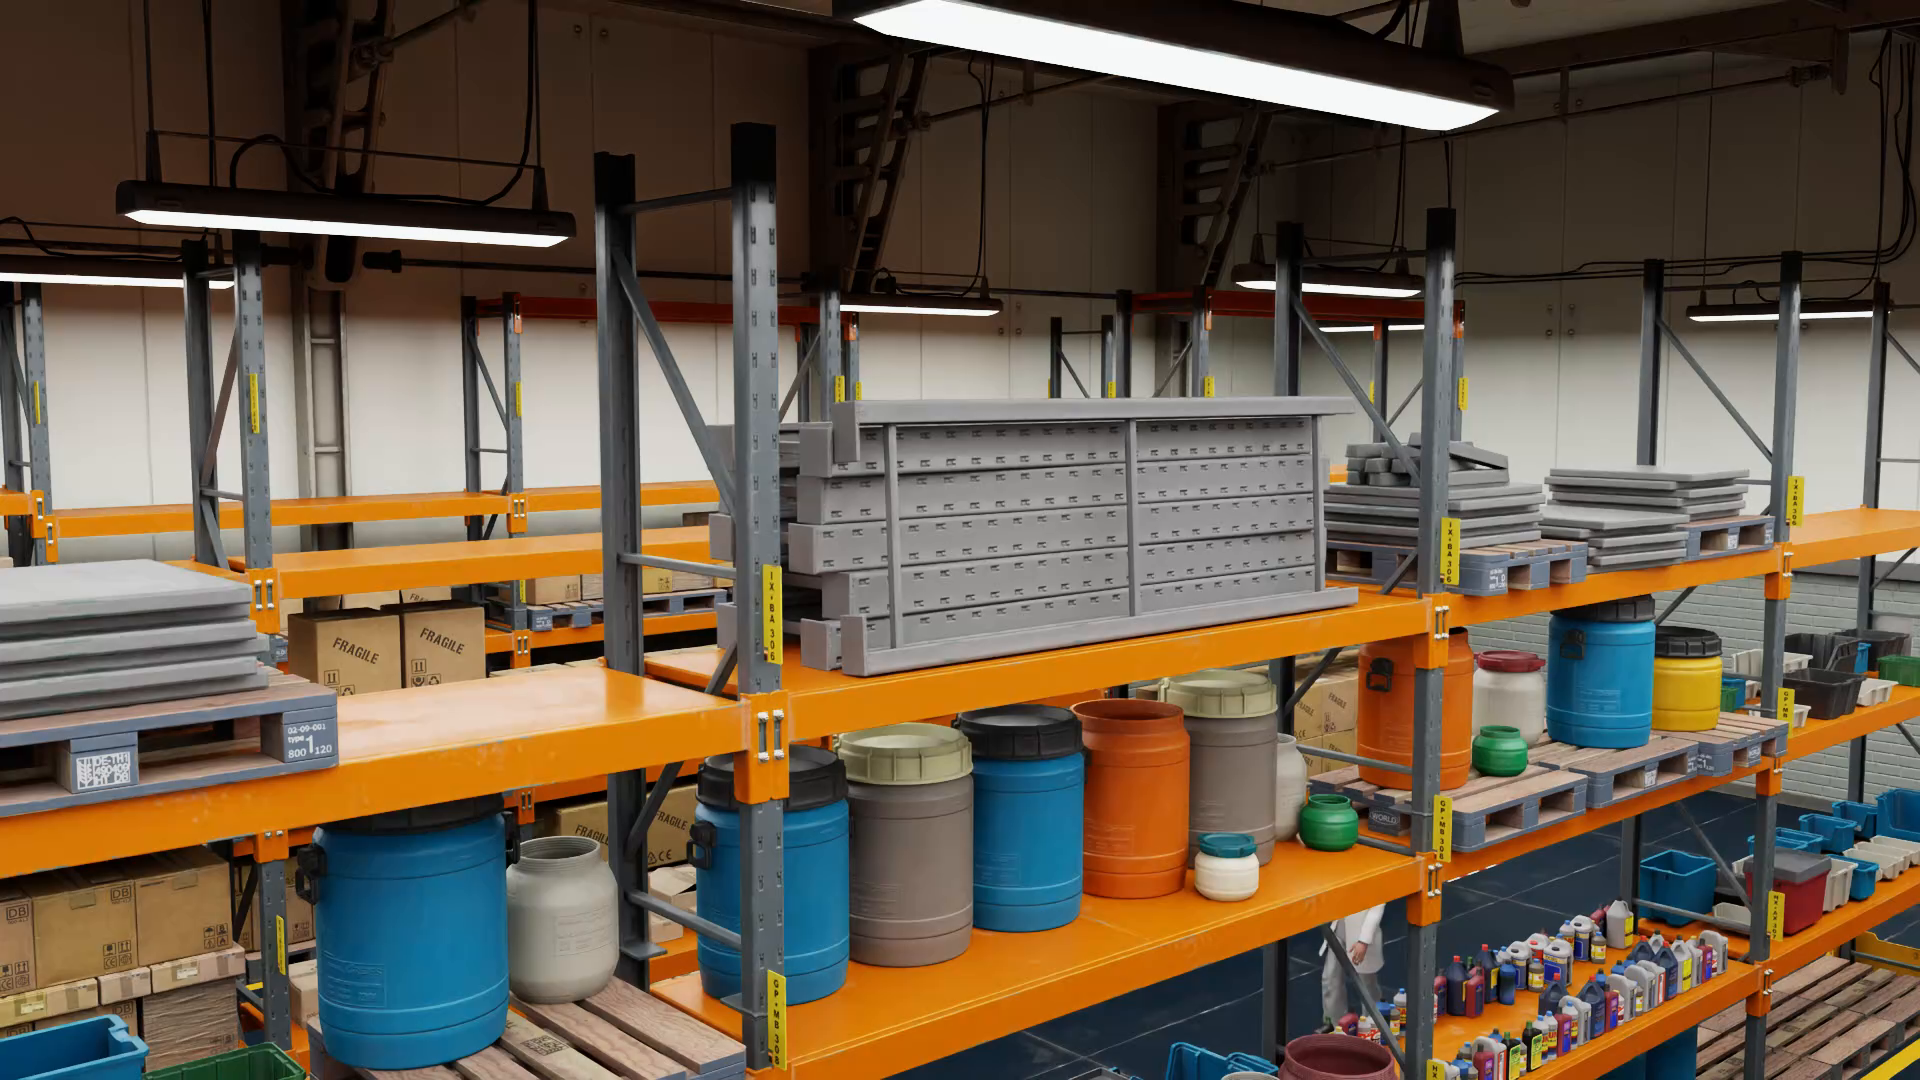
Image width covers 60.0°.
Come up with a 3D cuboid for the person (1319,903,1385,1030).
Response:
[{"bbox_3d":[3.027,3.087,12.835,0.640,1.828,0.649,-2,6,-23],"label":"person"}]

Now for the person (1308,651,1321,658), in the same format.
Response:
[{"bbox_3d":[4.716,2.260,22.157,1.043,1.586,0.503,-5,7,-41],"label":"person"}]
